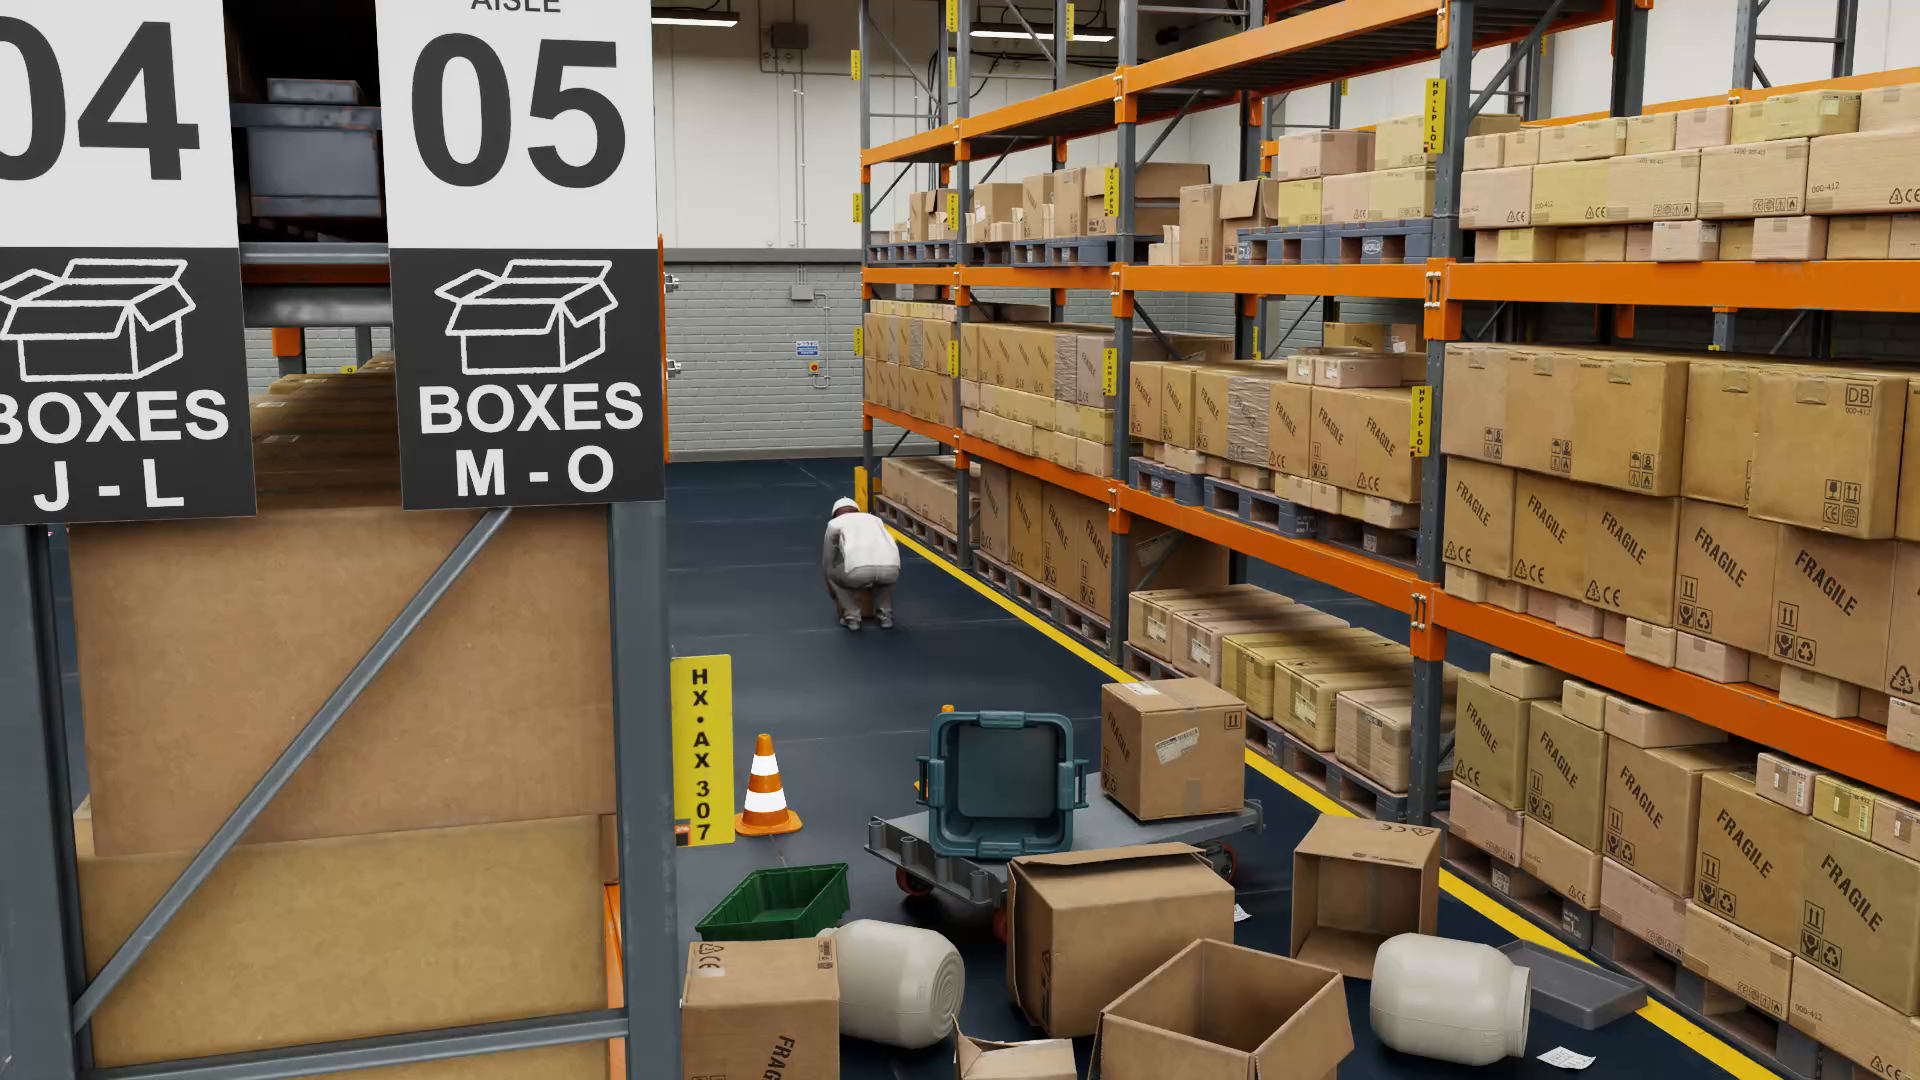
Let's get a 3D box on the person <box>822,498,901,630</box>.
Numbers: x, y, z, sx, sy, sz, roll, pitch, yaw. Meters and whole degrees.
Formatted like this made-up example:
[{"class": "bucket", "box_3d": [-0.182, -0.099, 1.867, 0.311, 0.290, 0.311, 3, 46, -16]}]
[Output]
[{"class": "person", "box_3d": [-0.794, 0.185, 13.199, 0.537, 0.964, 0.908, -3, 10, -16]}]
